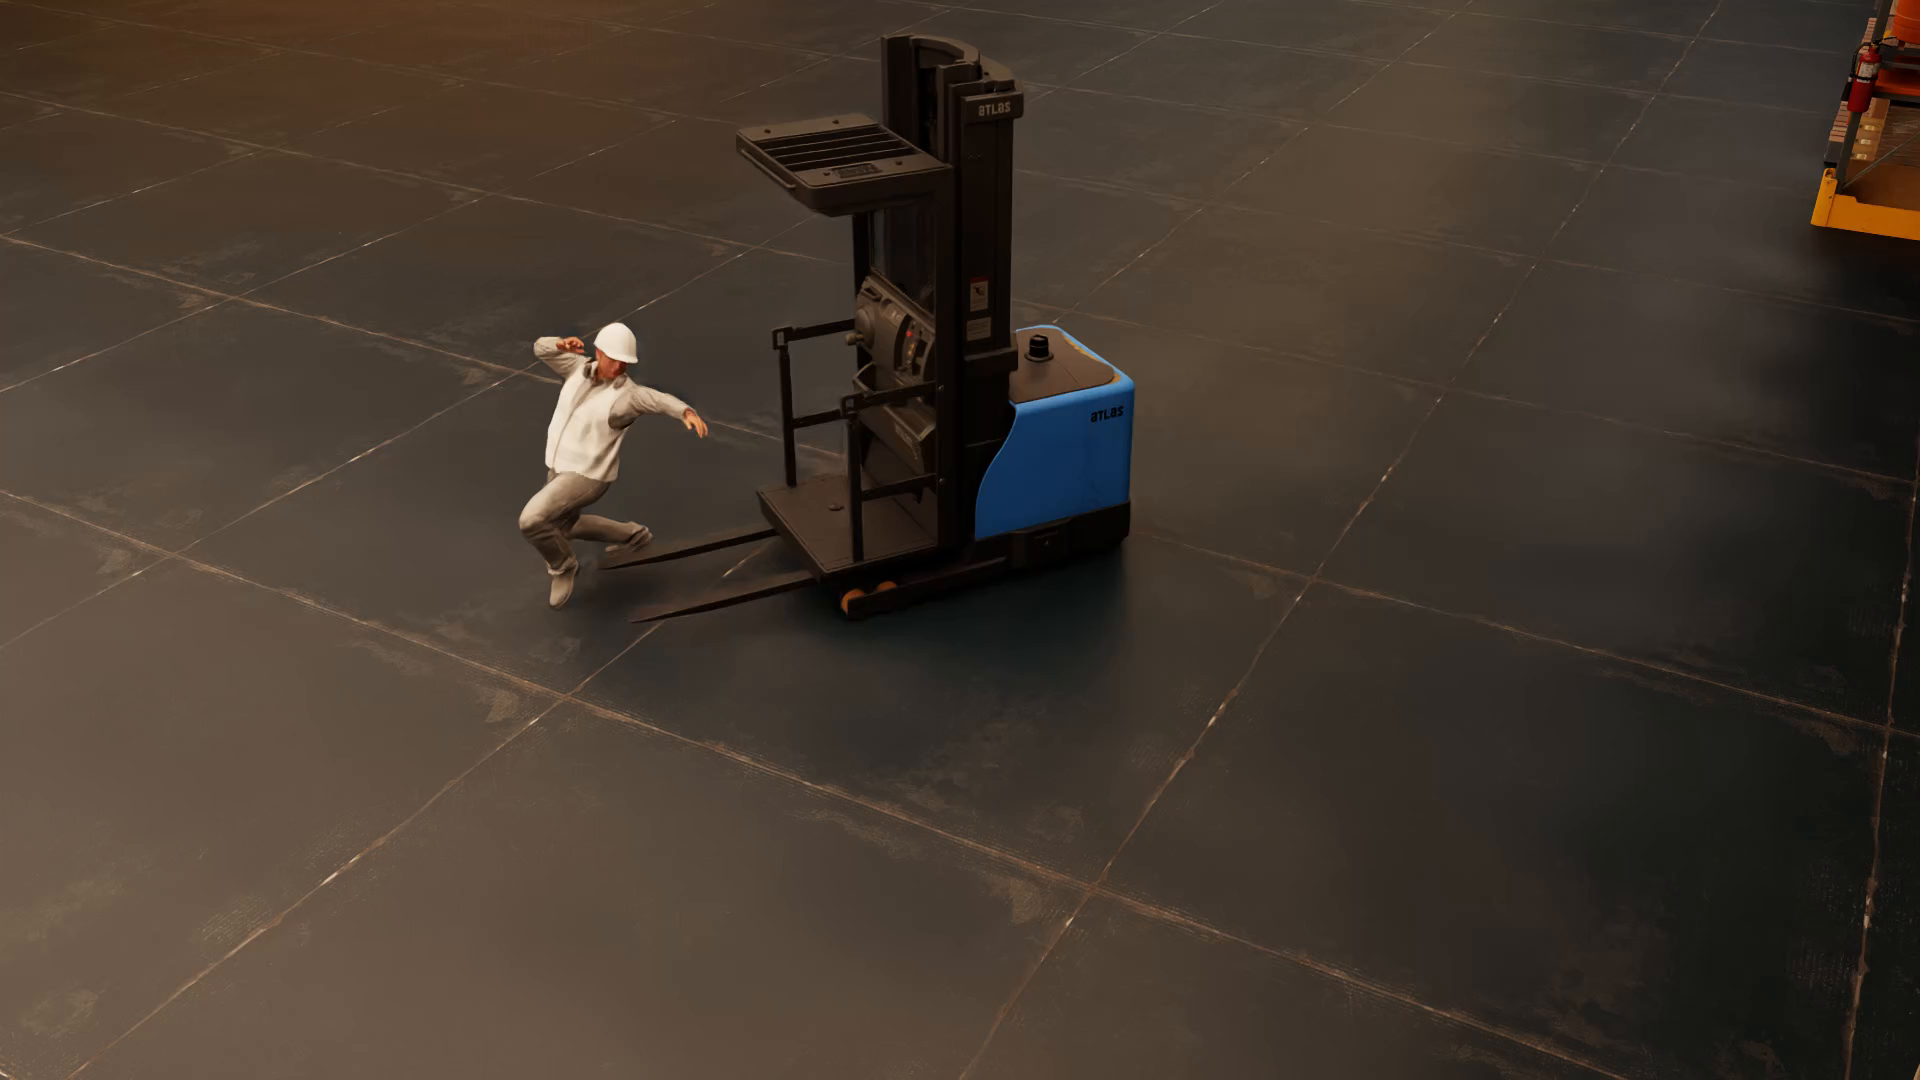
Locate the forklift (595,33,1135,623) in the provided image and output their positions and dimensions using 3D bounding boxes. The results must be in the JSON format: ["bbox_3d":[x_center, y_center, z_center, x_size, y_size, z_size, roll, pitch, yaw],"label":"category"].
[{"bbox_3d":[-0.544,-1.129,9.026,3.031,2.935,1.130,-14,33,-23],"label":"forklift"}]

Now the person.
[{"bbox_3d":[-1.933,-0.340,8.964,0.882,1.520,1.055,-24,38,-35],"label":"person"}]
